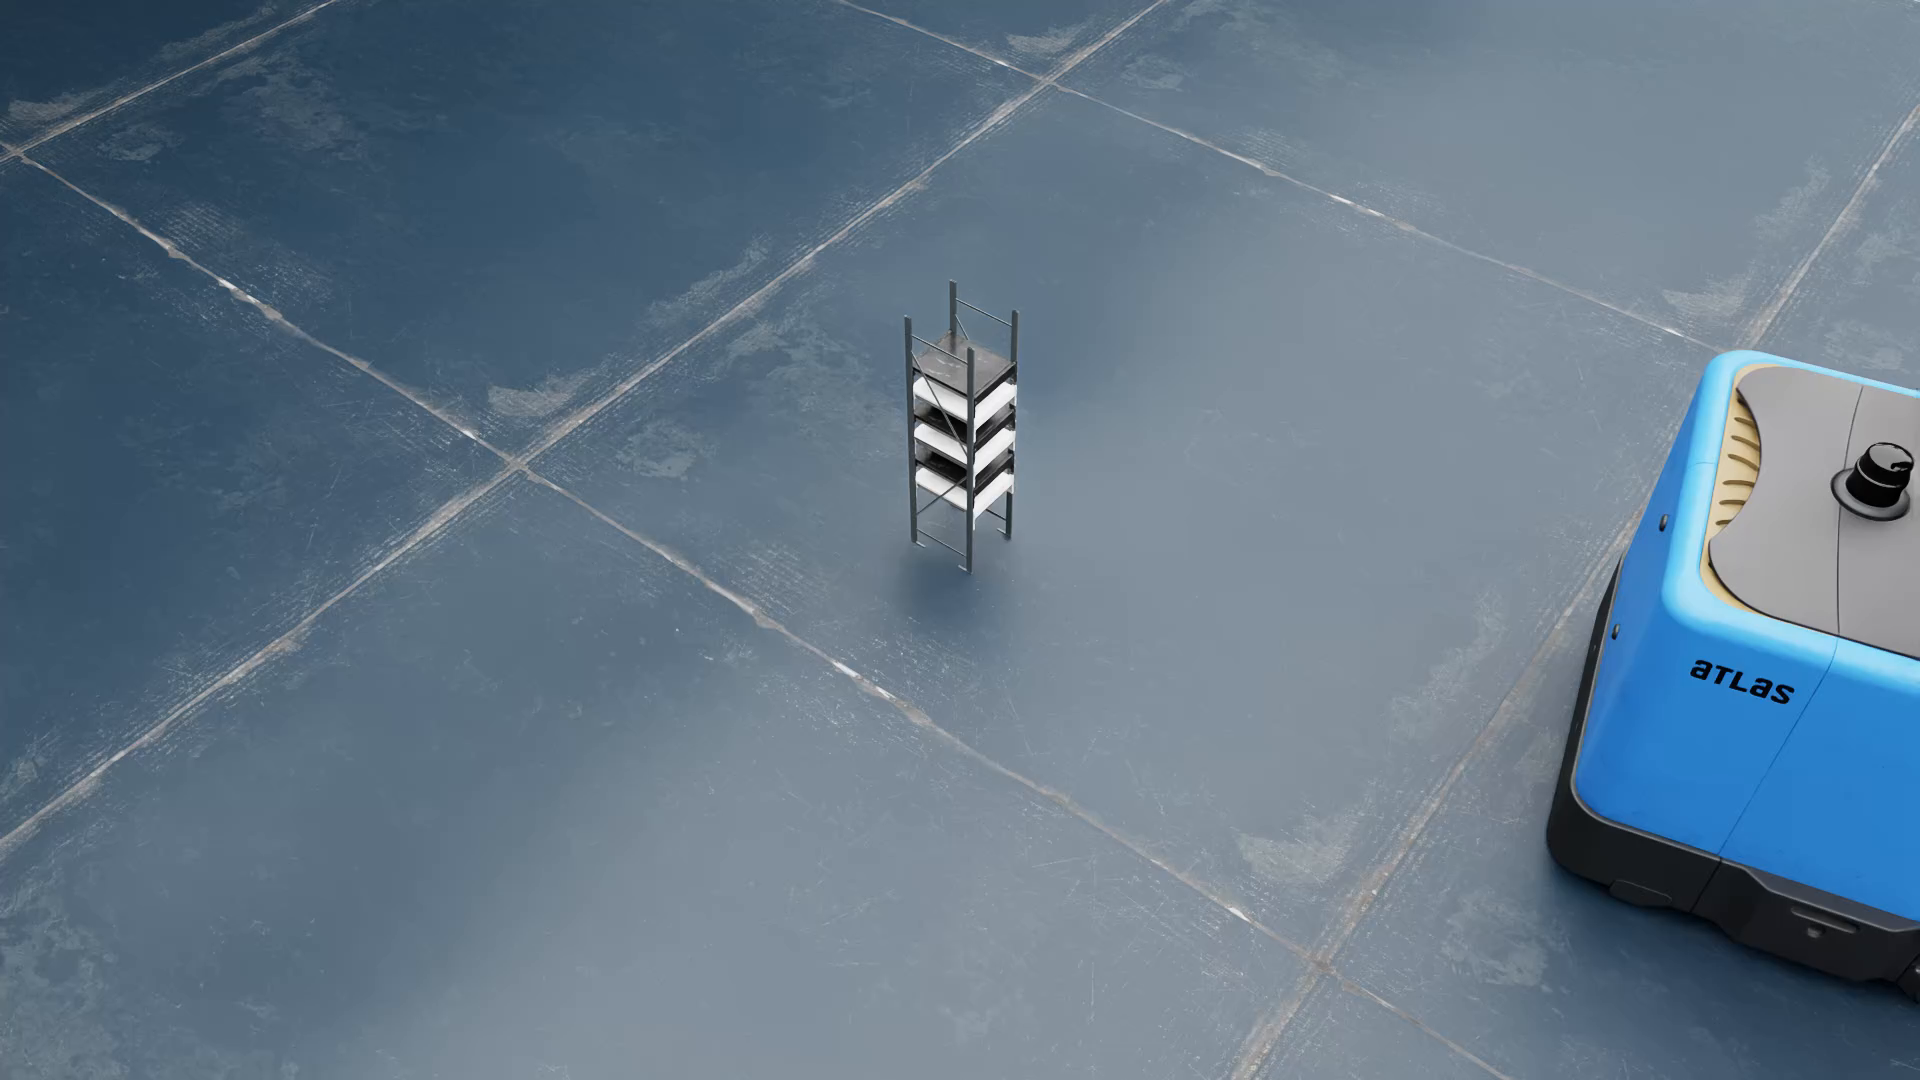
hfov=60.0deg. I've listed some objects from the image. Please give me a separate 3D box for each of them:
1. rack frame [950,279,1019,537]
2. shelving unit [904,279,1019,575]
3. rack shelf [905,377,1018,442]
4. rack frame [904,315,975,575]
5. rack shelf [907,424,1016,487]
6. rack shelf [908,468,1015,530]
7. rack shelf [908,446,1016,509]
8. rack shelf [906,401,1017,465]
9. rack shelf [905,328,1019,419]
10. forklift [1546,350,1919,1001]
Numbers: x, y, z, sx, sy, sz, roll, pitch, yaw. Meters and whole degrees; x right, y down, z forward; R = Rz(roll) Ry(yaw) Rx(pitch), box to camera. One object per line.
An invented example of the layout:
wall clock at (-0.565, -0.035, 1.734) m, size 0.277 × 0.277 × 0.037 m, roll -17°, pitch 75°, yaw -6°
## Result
rack frame at (0.067, -0.374, 4.985) m, size 0.240 × 0.900 × 0.006 m, roll 29°, pitch 53°, yaw 25°
shelving unit at (0.005, -0.315, 4.929) m, size 0.258 × 0.900 × 0.210 m, roll 29°, pitch 53°, yaw 25°
rack shelf at (0.005, -0.417, 4.823) m, size 0.258 × 0.077 × 0.200 m, roll 29°, pitch 53°, yaw 25°
rack frame at (-0.057, -0.257, 4.873) m, size 0.240 × 0.900 × 0.006 m, roll 29°, pitch 53°, yaw 25°
rack shelf at (0.005, -0.292, 4.953) m, size 0.258 × 0.077 × 0.200 m, roll 29°, pitch 53°, yaw 25°
rack shelf at (0.005, -0.168, 5.083) m, size 0.258 × 0.077 × 0.200 m, roll 29°, pitch 53°, yaw 25°
rack shelf at (0.005, -0.230, 5.018) m, size 0.258 × 0.077 × 0.200 m, roll 29°, pitch 53°, yaw 25°
rack shelf at (0.005, -0.355, 4.888) m, size 0.258 × 0.077 × 0.200 m, roll 29°, pitch 53°, yaw 25°
rack shelf at (0.005, -0.479, 4.758) m, size 0.258 × 0.077 × 0.200 m, roll 29°, pitch 53°, yaw 25°
forklift at (3.112, -0.027, 3.249) m, size 3.031 × 2.935 × 1.130 m, roll 18°, pitch 49°, yaw 16°
